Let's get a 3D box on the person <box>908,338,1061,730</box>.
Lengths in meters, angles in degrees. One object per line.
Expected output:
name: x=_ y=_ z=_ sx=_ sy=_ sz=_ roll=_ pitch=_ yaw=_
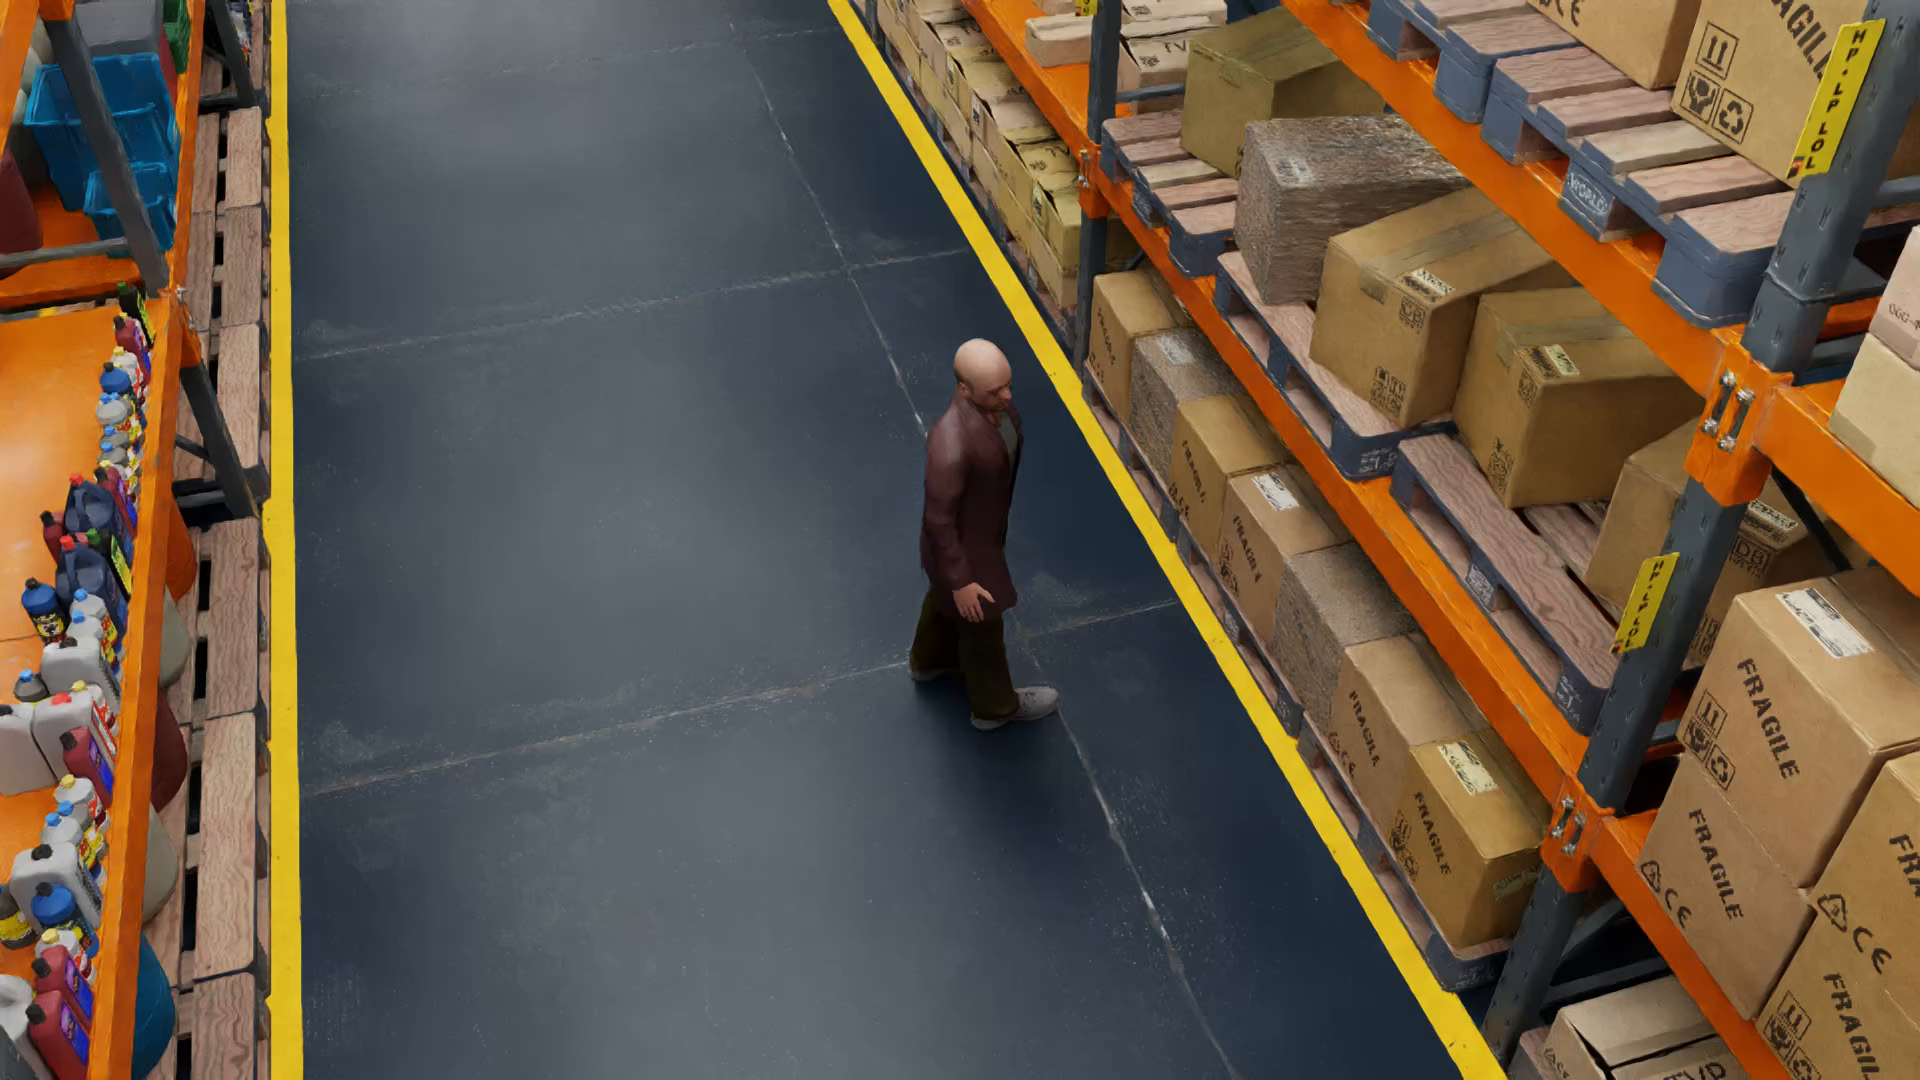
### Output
person: x=0.082 y=0.001 z=6.153 sx=0.645 sy=1.780 sz=0.677 roll=8 pitch=42 yaw=9
